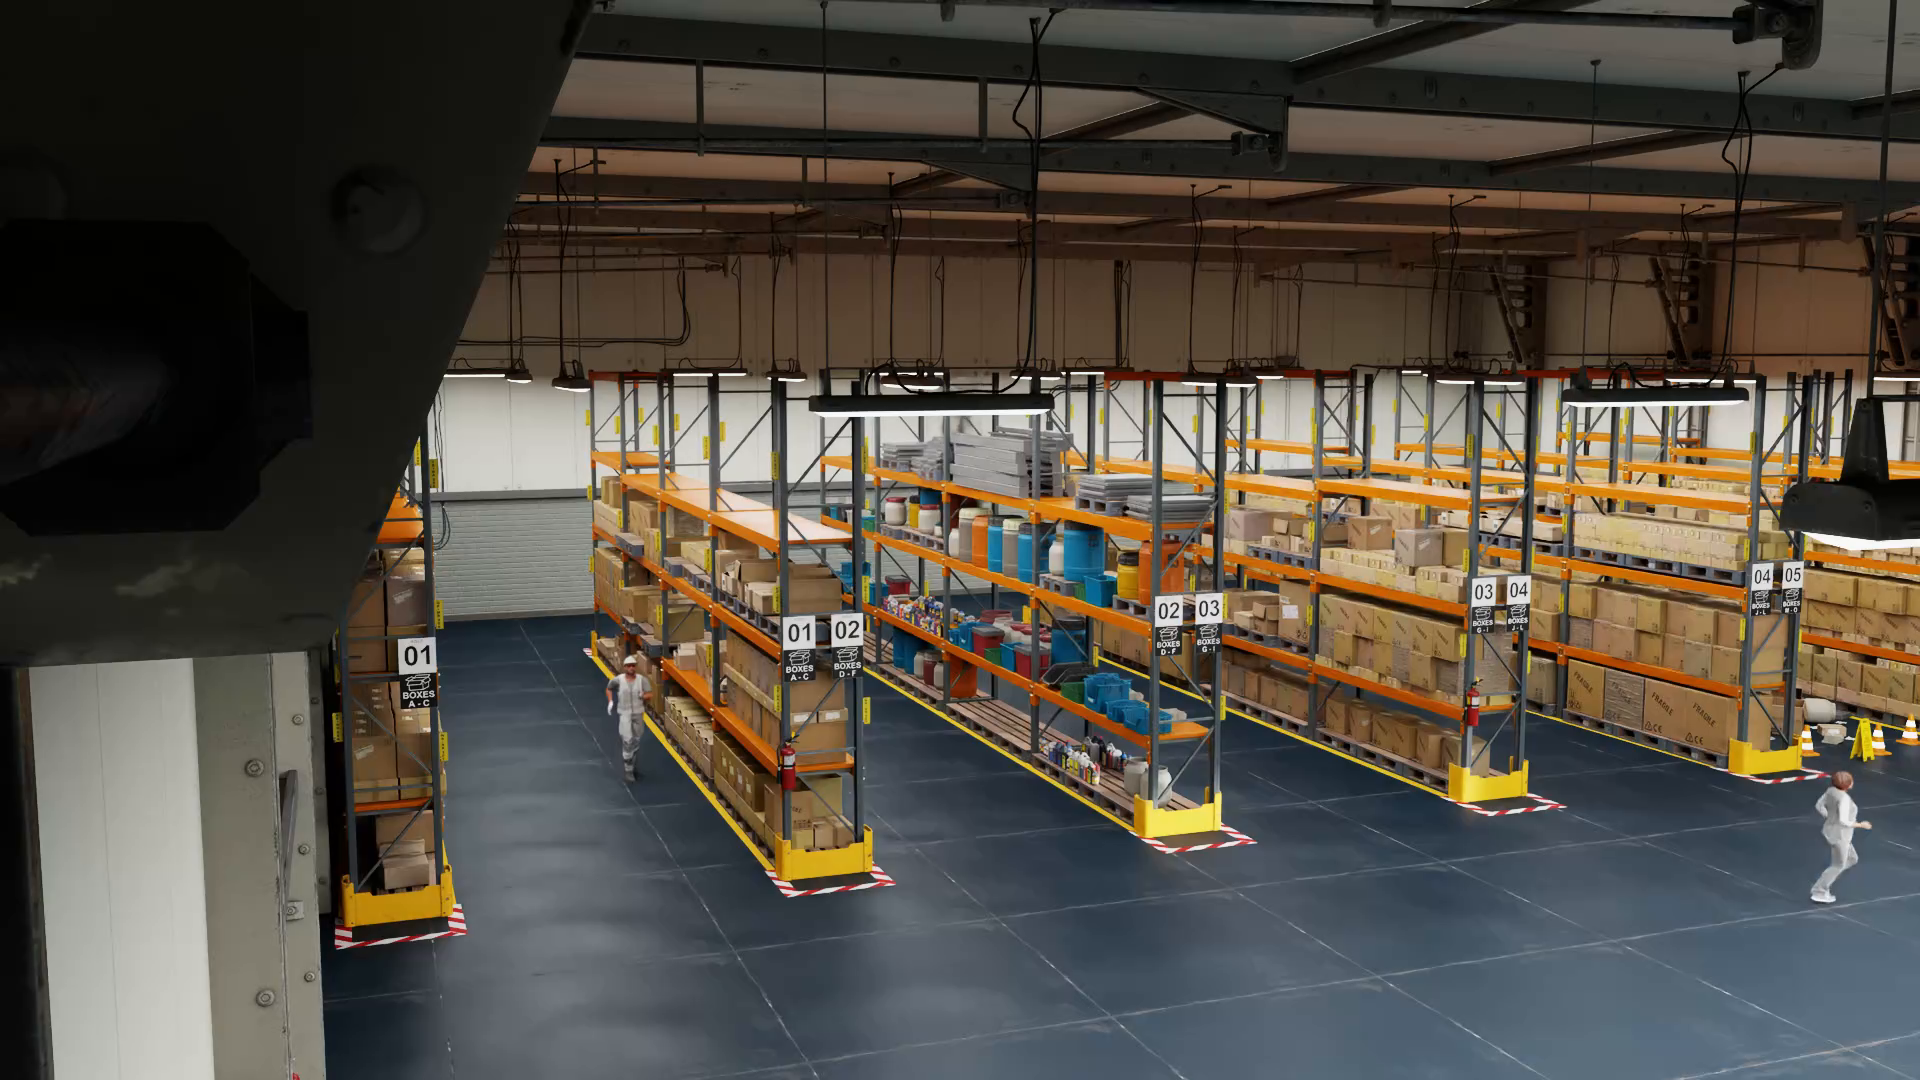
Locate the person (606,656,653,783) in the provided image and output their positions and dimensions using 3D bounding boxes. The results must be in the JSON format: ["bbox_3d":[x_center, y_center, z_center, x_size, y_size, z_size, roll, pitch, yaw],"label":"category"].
[{"bbox_3d":[-4.937,2.650,24.943,0.634,1.840,0.826,-3,7,-24],"label":"person"}]

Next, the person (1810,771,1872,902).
[{"bbox_3d":[10.137,3.413,19.127,0.586,1.558,0.475,1,6,9],"label":"person"}]
